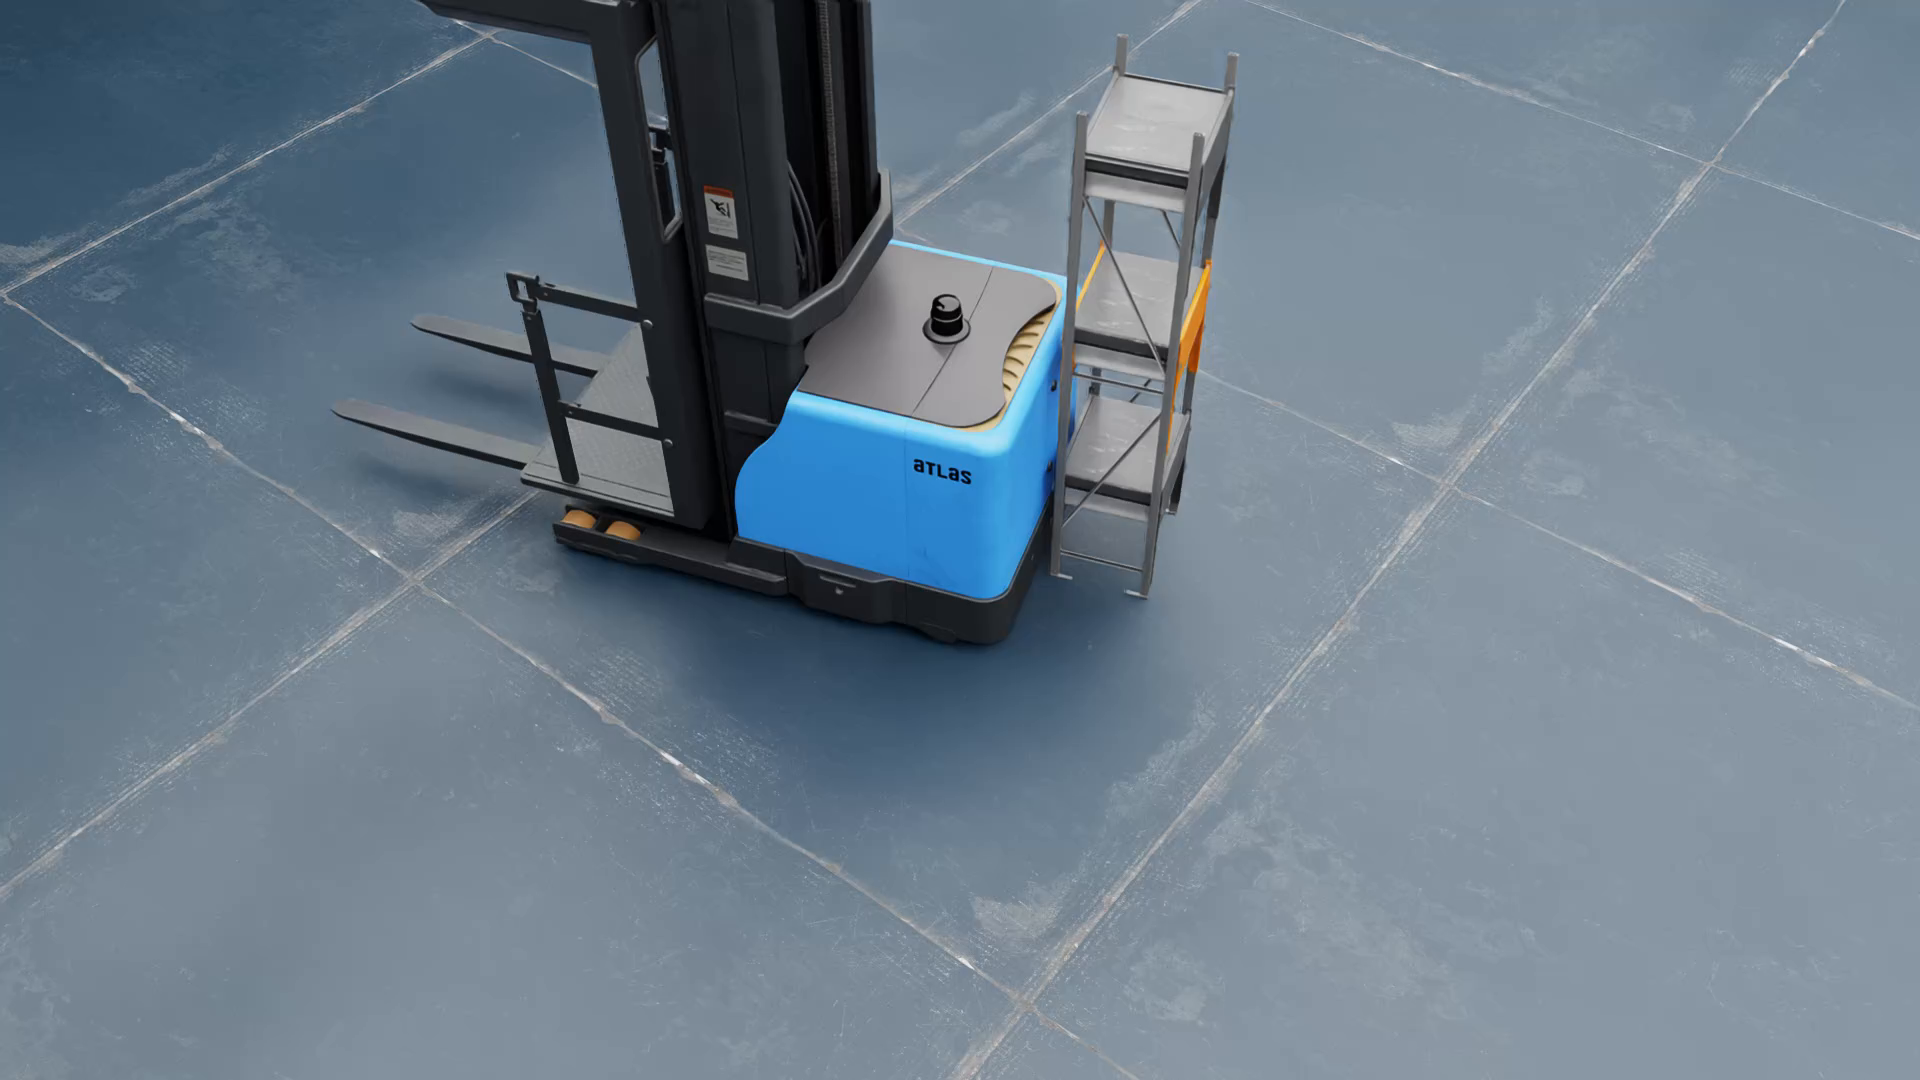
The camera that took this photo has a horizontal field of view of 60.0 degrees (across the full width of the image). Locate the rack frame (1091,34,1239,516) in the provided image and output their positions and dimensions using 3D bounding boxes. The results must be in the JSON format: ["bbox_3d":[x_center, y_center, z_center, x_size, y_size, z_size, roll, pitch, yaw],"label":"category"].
[{"bbox_3d":[0.704,-0.876,6.135,0.400,2.100,0.015,14,48,13],"label":"rack frame"}]

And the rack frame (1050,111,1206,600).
[{"bbox_3d":[0.549,-0.541,5.815,0.400,2.100,0.015,14,48,13],"label":"rack frame"}]

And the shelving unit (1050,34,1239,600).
[{"bbox_3d":[0.627,-0.709,5.975,0.431,2.100,0.503,14,48,13],"label":"shelving unit"}]

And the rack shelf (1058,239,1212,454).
[{"bbox_3d":[0.627,-0.699,5.985,0.431,0.518,0.480,14,48,13],"label":"rack shelf"}]

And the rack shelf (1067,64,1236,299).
[{"bbox_3d":[0.627,-1.183,5.479,0.431,0.518,0.480,14,48,13],"label":"rack shelf"}]

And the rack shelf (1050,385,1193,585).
[{"bbox_3d":[0.627,-0.216,6.491,0.431,0.518,0.480,14,48,13],"label":"rack shelf"}]

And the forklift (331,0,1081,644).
[{"bbox_3d":[-1.100,-1.269,5.935,3.031,2.935,1.130,14,48,13],"label":"forklift"}]
